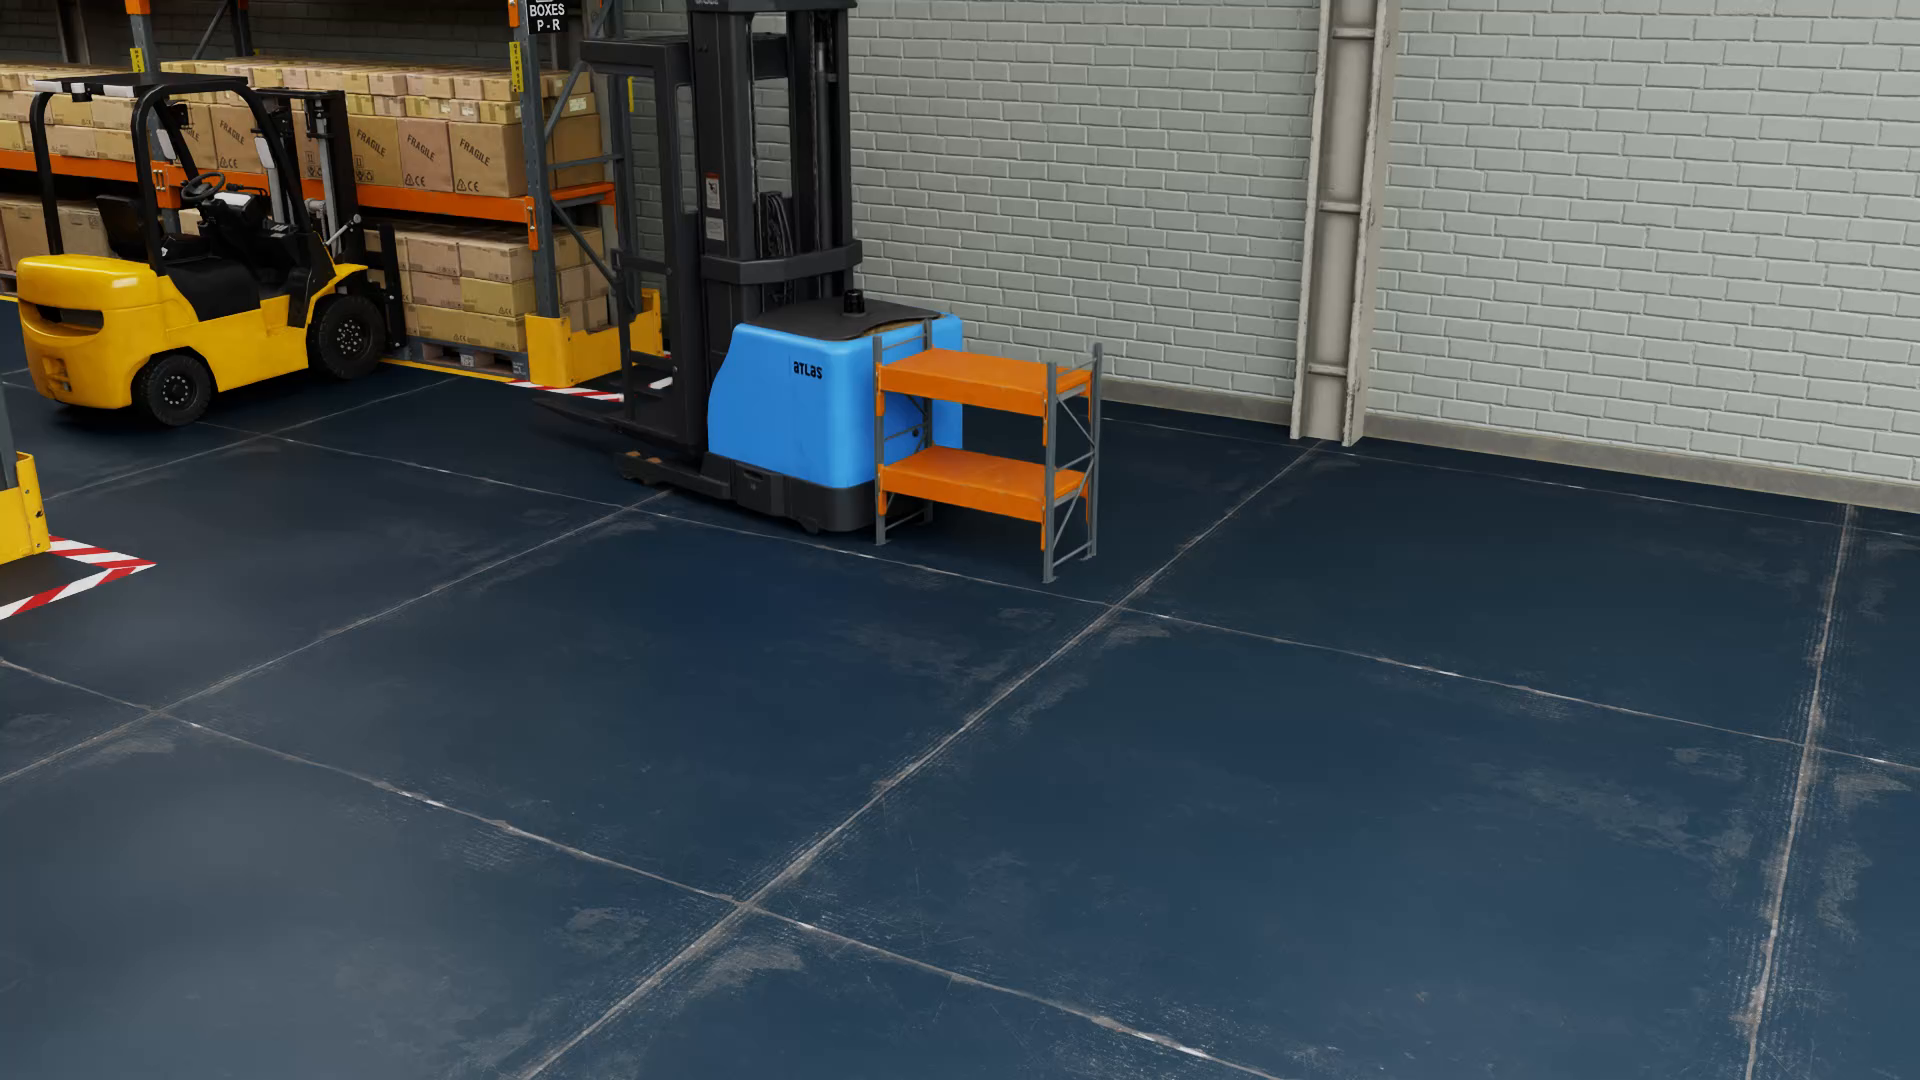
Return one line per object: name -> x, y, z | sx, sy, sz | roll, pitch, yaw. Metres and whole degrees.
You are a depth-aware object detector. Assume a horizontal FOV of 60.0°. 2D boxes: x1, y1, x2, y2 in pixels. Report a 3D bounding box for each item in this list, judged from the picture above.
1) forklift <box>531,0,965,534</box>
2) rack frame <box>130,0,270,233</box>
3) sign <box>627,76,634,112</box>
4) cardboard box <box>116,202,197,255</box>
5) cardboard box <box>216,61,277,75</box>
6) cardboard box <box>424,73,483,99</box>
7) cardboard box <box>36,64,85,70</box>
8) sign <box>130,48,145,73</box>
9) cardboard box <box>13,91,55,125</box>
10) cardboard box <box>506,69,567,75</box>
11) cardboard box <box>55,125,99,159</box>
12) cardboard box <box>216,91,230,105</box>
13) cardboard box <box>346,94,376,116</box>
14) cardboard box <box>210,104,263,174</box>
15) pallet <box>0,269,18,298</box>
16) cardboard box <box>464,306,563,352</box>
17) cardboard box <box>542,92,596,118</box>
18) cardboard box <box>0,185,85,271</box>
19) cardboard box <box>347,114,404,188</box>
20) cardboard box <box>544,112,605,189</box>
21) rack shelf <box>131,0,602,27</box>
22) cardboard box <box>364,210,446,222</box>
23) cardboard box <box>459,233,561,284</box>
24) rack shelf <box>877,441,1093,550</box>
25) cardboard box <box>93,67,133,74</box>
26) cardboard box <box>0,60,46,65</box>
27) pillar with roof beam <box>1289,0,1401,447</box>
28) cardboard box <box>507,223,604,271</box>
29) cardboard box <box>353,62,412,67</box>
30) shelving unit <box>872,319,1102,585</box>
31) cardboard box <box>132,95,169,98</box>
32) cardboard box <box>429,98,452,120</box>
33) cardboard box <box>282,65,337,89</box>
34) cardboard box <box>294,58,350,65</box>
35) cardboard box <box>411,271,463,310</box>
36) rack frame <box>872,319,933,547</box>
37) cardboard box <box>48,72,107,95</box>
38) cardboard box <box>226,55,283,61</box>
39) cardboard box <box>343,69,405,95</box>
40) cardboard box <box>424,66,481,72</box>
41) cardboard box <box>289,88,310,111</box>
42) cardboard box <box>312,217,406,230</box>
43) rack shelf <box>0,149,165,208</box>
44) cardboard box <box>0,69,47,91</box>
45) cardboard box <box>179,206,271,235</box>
forklift -> -1.407, -1.812, 9.562 | 3.031, 2.935, 1.130 | 17, 26, 39
rack frame -> -6.201, -3.356, 13.719 | 0.127, 3.000, 1.000 | 11, 23, 27
sign -> -2.433, -3.299, 12.177 | 0.005, 0.325, 0.100 | 11, 23, 27
cardboard box -> -6.662, -2.521, 14.282 | 0.625, 0.625, 0.875 | 12, 23, 30
cardboard box -> -5.568, -3.650, 12.996 | 0.250, 0.149, 0.380 | 10, 22, 26
cardboard box -> -3.597, -3.247, 11.883 | 0.250, 0.149, 0.380 | 11, 23, 28
cardboard box -> -7.961, -4.130, 14.754 | 0.250, 0.149, 0.380 | 12, 23, 29
sign -> -6.457, -3.700, 13.085 | 0.005, 0.325, 0.100 | 11, 23, 27
cardboard box -> -7.650, -3.696, 14.143 | 0.500, 0.250, 0.500 | 11, 23, 28
cardboard box -> -3.100, -3.365, 12.209 | 0.250, 0.149, 0.380 | 12, 23, 29
cardboard box -> -7.210, -3.374, 13.987 | 0.500, 0.250, 0.500 | 11, 22, 27
cardboard box -> -5.583, -3.499, 13.015 | 0.250, 0.149, 0.380 | 11, 23, 27
cardboard box -> -4.280, -3.223, 12.254 | 0.250, 0.149, 0.380 | 11, 23, 28
cardboard box -> -5.478, -3.170, 13.059 | 0.500, 0.500, 0.500 | 11, 23, 28
pallet -> -7.932, -2.359, 15.058 | 1.213, 0.211, 1.003 | 11, 23, 27
cardboard box -> -3.273, -1.580, 12.238 | 0.500, 0.250, 0.500 | 11, 23, 28
cardboard box -> -2.879, -3.177, 12.126 | 0.250, 0.149, 0.380 | 10, 22, 26
cardboard box -> -8.581, -2.888, 15.296 | 0.625, 0.625, 0.875 | 12, 23, 29
cardboard box -> -4.163, -2.916, 12.358 | 0.500, 0.500, 0.500 | 10, 22, 26
cardboard box -> -3.006, -2.903, 12.323 | 0.500, 0.500, 0.500 | 12, 23, 29
rack shelf -> -4.455, -4.096, 12.413 | 4.000, 0.370, 1.077 | 11, 23, 27
cardboard box -> -4.350, -2.458, 13.192 | 0.500, 0.250, 0.500 | 10, 22, 26
cardboard box -> -3.263, -2.050, 12.067 | 0.500, 0.250, 0.500 | 12, 23, 29
rack shelf -> 0.132, -0.244, 8.604 | 1.000, 0.278, 0.538 | 12, 23, 30
cardboard box -> -7.268, -4.018, 14.445 | 0.250, 0.149, 0.380 | 11, 23, 27
cardboard box -> -8.583, -4.288, 15.190 | 0.250, 0.149, 0.380 | 10, 22, 26
pillar with roof beam -> 0.261, -3.616, 5.637 | 0.400, 9.000, 9.100 | 11, 23, 27
cardboard box -> -3.036, -2.202, 12.487 | 0.500, 0.250, 0.500 | 10, 22, 26
cardboard box -> -4.467, -3.611, 12.887 | 0.250, 0.149, 0.380 | 12, 23, 29
shelving unit -> 0.132, -0.474, 8.521 | 1.048, 1.125, 0.538 | 12, 23, 30
cardboard box -> -6.607, -3.699, 13.566 | 0.250, 0.149, 0.380 | 12, 23, 29
cardboard box -> -3.583, -3.112, 11.948 | 0.250, 0.149, 0.380 | 11, 23, 28
cardboard box -> -4.904, -3.516, 12.625 | 0.250, 0.149, 0.380 | 11, 23, 27
cardboard box -> -5.089, -3.768, 13.319 | 0.250, 0.149, 0.380 | 10, 22, 26
cardboard box -> -3.719, -1.905, 12.402 | 0.500, 0.250, 0.500 | 11, 22, 27
rack frame -> -0.296, -0.567, 8.779 | 0.032, 1.125, 0.500 | 12, 23, 30
cardboard box -> -7.324, -3.797, 13.836 | 0.250, 0.149, 0.380 | 10, 22, 26
cardboard box -> -5.775, -3.885, 13.642 | 0.250, 0.149, 0.380 | 11, 23, 27
cardboard box -> -4.288, -3.362, 12.201 | 0.250, 0.149, 0.380 | 11, 23, 28
cardboard box -> -3.798, -3.478, 12.519 | 0.250, 0.149, 0.380 | 12, 23, 29
cardboard box -> -4.948, -3.355, 12.619 | 0.250, 0.149, 0.380 | 10, 22, 26
cardboard box -> -4.596, -2.300, 12.758 | 0.500, 0.250, 0.500 | 10, 22, 26
rack shelf -> -7.947, -3.351, 14.758 | 4.000, 0.370, 1.077 | 11, 23, 27
cardboard box -> -8.007, -3.924, 14.185 | 0.250, 0.149, 0.380 | 10, 22, 26
cardboard box -> -5.932, -2.557, 13.466 | 0.500, 0.250, 0.500 | 10, 22, 26
